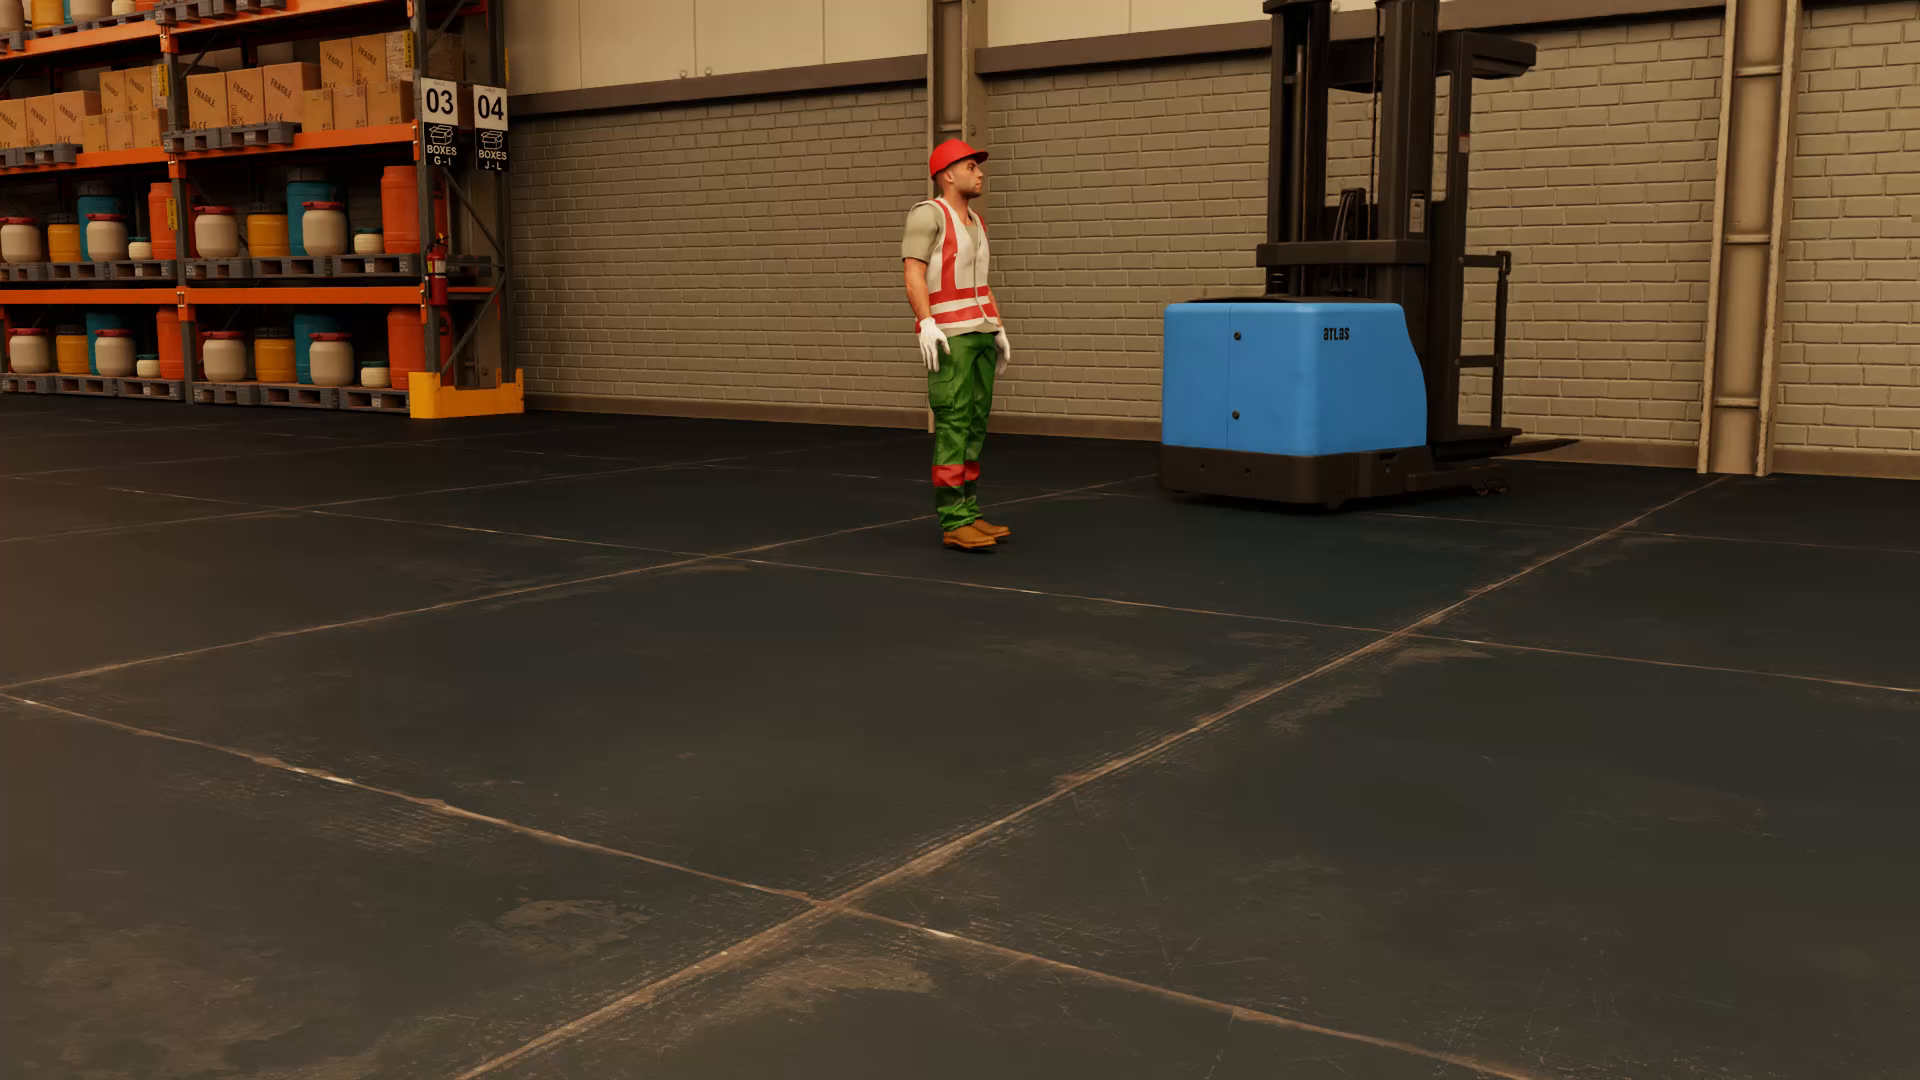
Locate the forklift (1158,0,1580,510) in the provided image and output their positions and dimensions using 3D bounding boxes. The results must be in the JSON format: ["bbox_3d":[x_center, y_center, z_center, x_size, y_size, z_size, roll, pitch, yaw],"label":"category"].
[{"bbox_3d":[2.527,-1.751,9.508,3.031,2.935,1.130,-7,11,-41],"label":"forklift"}]

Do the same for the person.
[{"bbox_3d":[0.061,-0.885,7.423,0.562,1.789,0.638,5,10,34],"label":"person"}]
